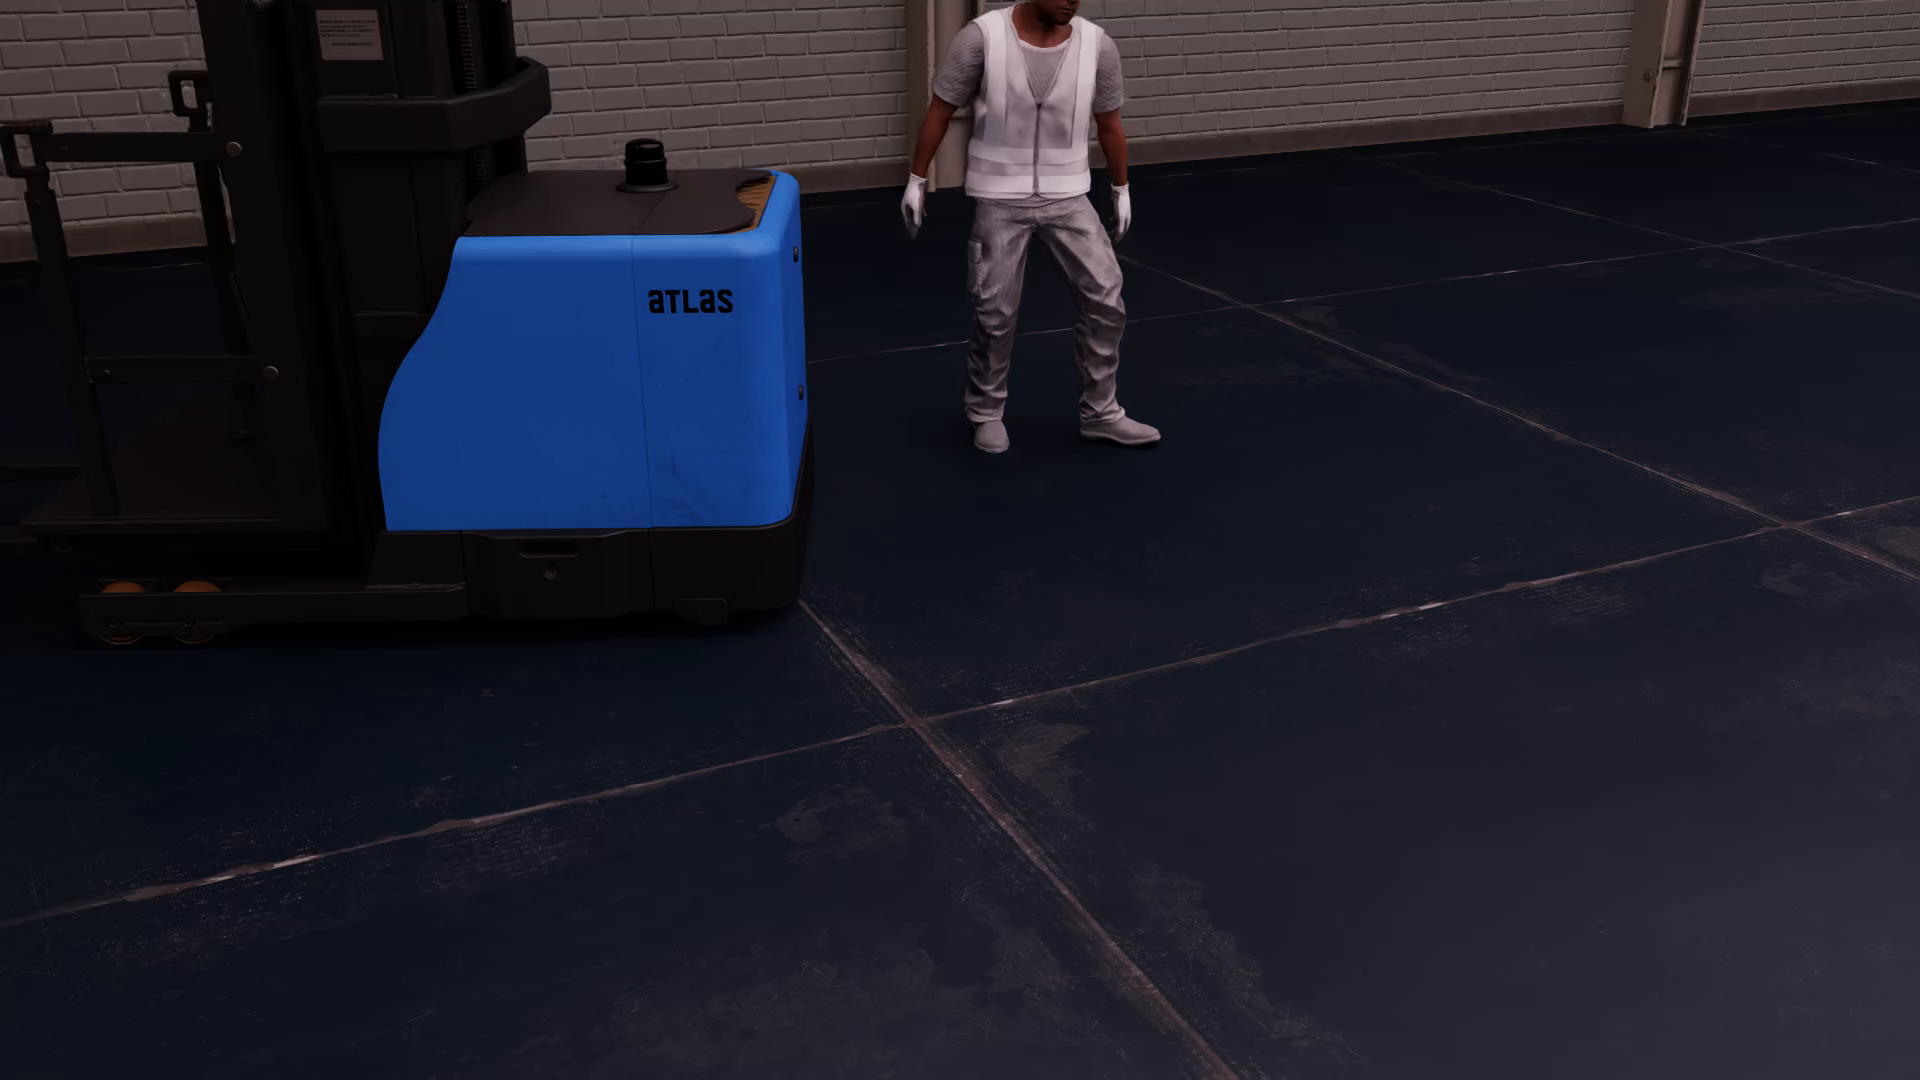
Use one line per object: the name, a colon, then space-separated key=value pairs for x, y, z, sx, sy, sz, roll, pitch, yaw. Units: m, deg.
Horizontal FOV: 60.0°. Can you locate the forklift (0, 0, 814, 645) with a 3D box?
forklift: x=-1.969 y=-1.280 z=4.367 sx=3.031 sy=2.935 sz=1.130 roll=-1 pitch=23 yaw=-2

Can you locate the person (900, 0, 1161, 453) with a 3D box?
person: x=0.254 y=-1.139 z=5.602 sx=0.894 sy=1.746 sz=0.454 roll=-3 pitch=23 yaw=-8
